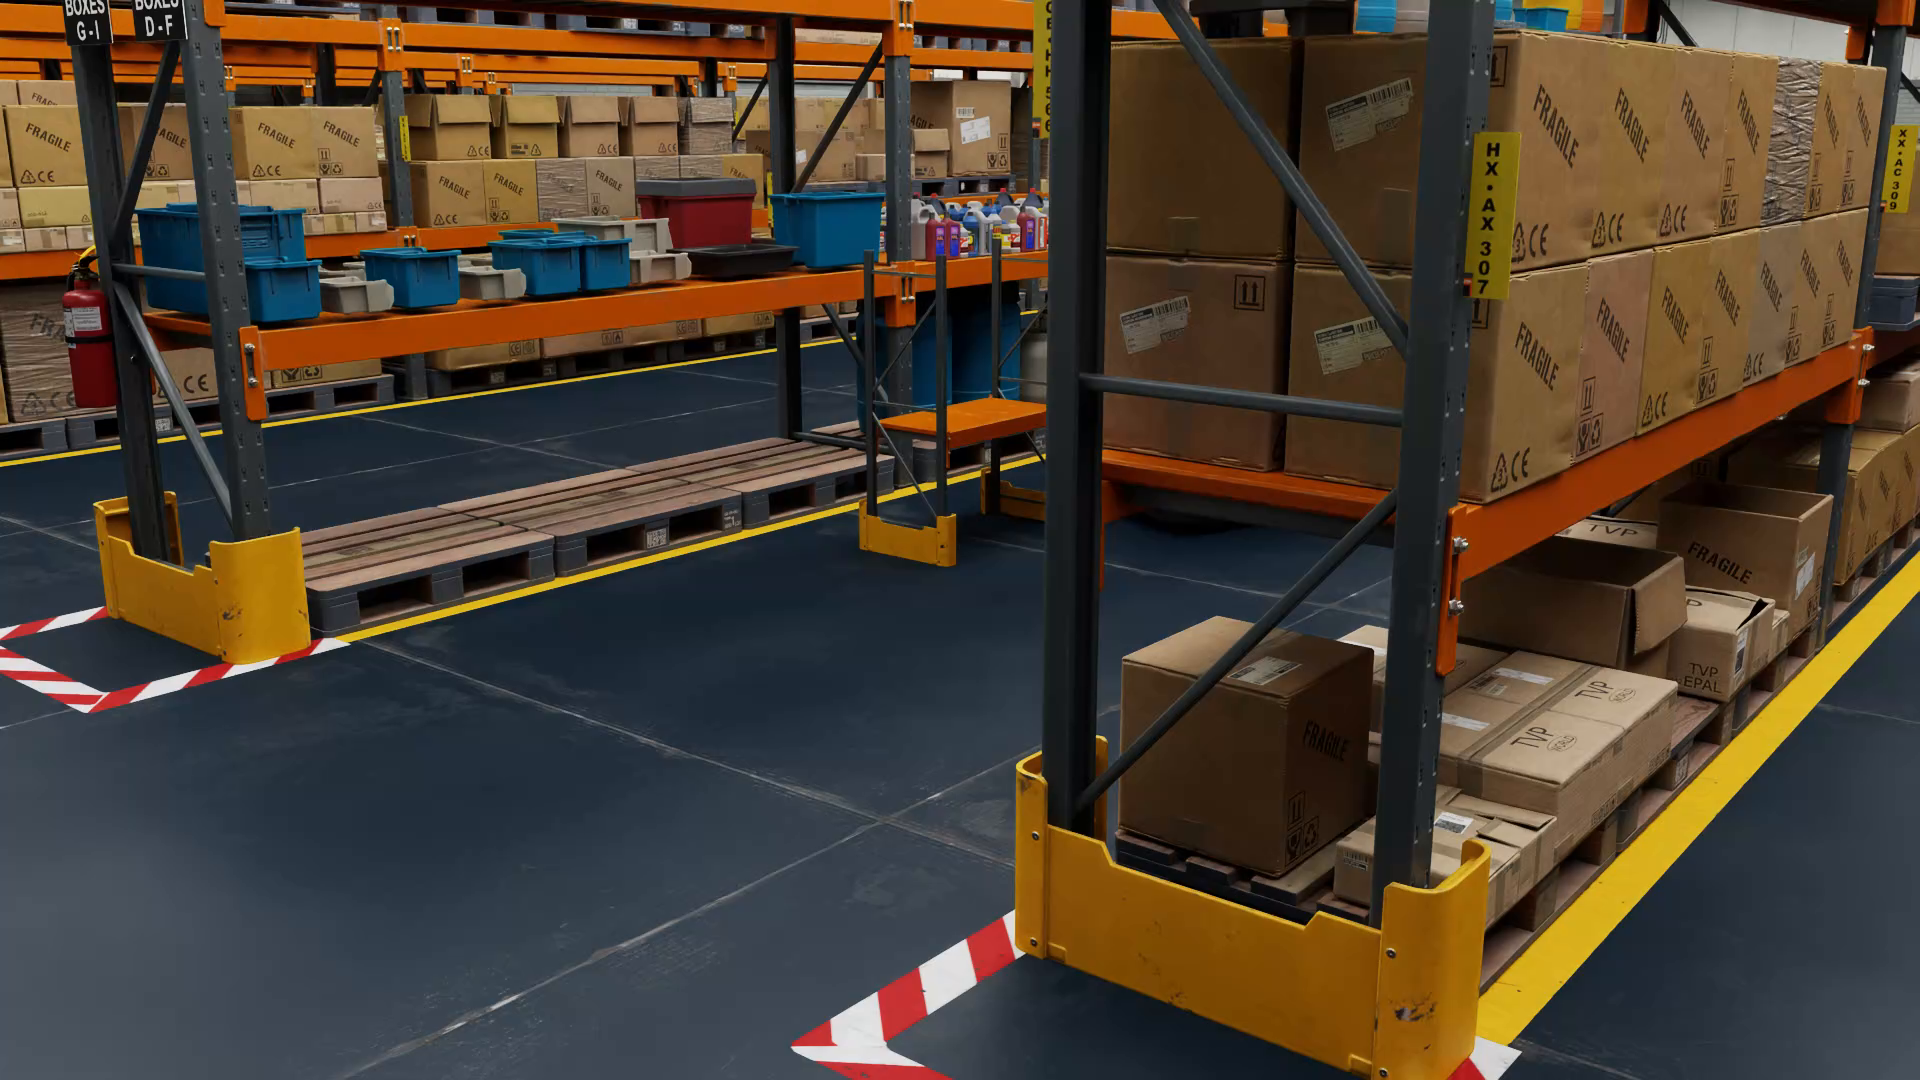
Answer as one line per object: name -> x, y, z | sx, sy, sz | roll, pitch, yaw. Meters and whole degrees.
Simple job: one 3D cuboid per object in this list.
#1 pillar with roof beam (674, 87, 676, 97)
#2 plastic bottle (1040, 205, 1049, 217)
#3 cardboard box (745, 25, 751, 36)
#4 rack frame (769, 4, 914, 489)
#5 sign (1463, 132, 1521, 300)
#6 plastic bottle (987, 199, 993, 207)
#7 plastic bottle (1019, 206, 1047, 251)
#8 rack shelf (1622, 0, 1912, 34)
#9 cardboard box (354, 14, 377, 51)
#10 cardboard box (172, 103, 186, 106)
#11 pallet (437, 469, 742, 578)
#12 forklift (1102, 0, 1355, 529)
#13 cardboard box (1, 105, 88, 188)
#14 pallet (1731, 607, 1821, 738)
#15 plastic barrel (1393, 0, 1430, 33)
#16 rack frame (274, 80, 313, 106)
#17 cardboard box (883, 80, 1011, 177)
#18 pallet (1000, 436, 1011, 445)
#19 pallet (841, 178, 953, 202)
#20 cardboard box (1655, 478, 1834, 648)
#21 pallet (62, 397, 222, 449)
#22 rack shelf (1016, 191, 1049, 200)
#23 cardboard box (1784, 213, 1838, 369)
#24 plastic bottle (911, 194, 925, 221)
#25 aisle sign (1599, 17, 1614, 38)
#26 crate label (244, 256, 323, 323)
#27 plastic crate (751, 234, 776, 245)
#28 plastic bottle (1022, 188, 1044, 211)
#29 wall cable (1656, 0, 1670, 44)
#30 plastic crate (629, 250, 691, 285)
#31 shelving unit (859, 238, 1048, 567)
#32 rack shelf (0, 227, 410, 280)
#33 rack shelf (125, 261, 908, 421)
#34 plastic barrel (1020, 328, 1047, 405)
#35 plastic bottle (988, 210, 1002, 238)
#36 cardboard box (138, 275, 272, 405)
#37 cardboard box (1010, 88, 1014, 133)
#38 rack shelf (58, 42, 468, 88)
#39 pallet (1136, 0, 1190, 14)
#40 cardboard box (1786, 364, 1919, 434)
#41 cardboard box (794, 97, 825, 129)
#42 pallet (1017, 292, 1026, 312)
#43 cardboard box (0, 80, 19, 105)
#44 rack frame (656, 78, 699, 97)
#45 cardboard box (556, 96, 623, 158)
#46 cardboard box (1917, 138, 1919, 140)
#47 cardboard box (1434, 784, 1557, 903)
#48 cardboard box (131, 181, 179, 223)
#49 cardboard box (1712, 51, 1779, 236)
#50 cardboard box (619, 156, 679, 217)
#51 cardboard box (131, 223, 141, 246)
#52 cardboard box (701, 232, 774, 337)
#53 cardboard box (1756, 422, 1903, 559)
pillar with roof beam -> -2.604, -10.605, 32.092 | 9.100, 9.000, 0.400 | 11, 18, 38
plastic bottle -> 0.612, -2.034, 10.790 | 0.152, 0.276, 0.135 | 11, 18, 38
cardboard box -> -1.934, -4.886, 15.975 | 0.500, 0.250, 0.500 | 11, 18, 38
rack frame -> -0.703, -1.843, 9.785 | 1.000, 3.000, 0.127 | 11, 18, 38
sign -> 1.055, -0.645, 3.313 | 0.100, 0.325, 0.005 | 11, 18, 38
plastic bottle -> 0.180, -2.200, 11.428 | 0.061, 0.283, 0.133 | 11, 18, 38
plastic bottle -> 0.466, -1.990, 10.615 | 0.152, 0.276, 0.135 | 11, 18, 38
rack shelf -> 1.890, -1.798, 4.976 | 1.077, 0.370, 4.000 | 11, 18, 38
cardboard box -> -6.301, -5.418, 17.564 | 0.500, 0.500, 0.500 | 11, 18, 38
cardboard box -> -9.871, -5.303, 21.170 | 0.500, 0.500, 0.500 | 11, 18, 36
pallet -> -1.902, -0.110, 8.627 | 1.003, 0.211, 1.213 | 11, 18, 38
forklift -> 2.128, -1.731, 9.486 | 3.031, 2.935, 1.130 | -9, 17, -31
cardboard box -> -5.923, -2.524, 10.645 | 0.500, 0.500, 0.500 | 11, 18, 36
pallet -> 2.715, 0.407, 6.591 | 1.003, 0.211, 1.213 | 11, 18, 38
plastic barrel -> 3.763, -4.816, 14.376 | 0.600, 0.901, 0.600 | 0, 14, 0
rack frame -> -11.099, -6.442, 27.891 | 1.000, 3.000, 0.127 | 11, 18, 38
cardboard box -> -0.136, -4.505, 18.194 | 1.000, 1.000, 1.000 | 11, 18, 38
pallet -> 0.581, -0.867, 11.609 | 1.003, 0.211, 1.213 | 11, 18, 38
pallet -> -0.829, -3.668, 17.359 | 1.003, 0.211, 1.213 | 11, 18, 38
cardboard box -> 3.010, 0.076, 6.416 | 0.500, 0.500, 0.500 | 11, 18, 38
pallet -> -5.861, -0.890, 11.696 | 1.003, 0.211, 1.213 | 11, 18, 38
rack shelf -> 1.729, -4.176, 20.429 | 1.077, 0.370, 4.000 | 11, 18, 38
cardboard box -> 2.710, -0.890, 5.830 | 0.500, 0.500, 0.500 | 12, 18, 39
plastic bottle -> -0.268, -2.023, 10.596 | 0.144, 0.351, 0.185 | 11, 18, 38
aisle sign -> 7.115, -5.369, 18.385 | 0.394, 0.787, 0.004 | 11, 18, 38
crate label -> -2.806, -1.021, 6.769 | 0.416, 0.233, 0.303 | 11, 18, 38
plastic crate -> -1.107, -1.677, 9.546 | 0.396, 0.136, 0.243 | 11, 18, 38
plastic bottle -> 0.515, -2.259, 11.523 | 0.144, 0.351, 0.185 | 11, 18, 38
wall cable -> 19.386, -16.403, 48.009 | 2.305, 6.003, 0.169 | 11, 18, 38
plastic crate -> -1.564, -1.364, 8.314 | 0.293, 0.136, 0.466 | 11, 18, 38
shelving unit -> 0.048, -0.742, 8.496 | 0.587, 1.500, 1.083 | 11, 18, 38
rack shelf -> -5.813, -1.878, 11.383 | 1.077, 0.370, 4.000 | 11, 18, 38
rack shelf -> -1.960, -1.111, 8.366 | 1.077, 0.370, 4.000 | 11, 18, 38
plastic barrel -> 0.521, -1.172, 11.345 | 0.421, 0.512, 0.421 | 0, 14, 0
plastic bottle -> 0.208, -1.898, 10.264 | 0.097, 0.271, 0.097 | 0, 14, 0
cardboard box -> -5.598, -1.497, 11.885 | 0.875, 0.875, 0.875 | 11, 18, 38
cardboard box -> 0.541, -4.947, 19.168 | 0.500, 0.500, 0.500 | 11, 18, 38
rack shelf -> -7.093, -4.884, 17.127 | 1.077, 0.370, 4.000 | 11, 18, 38
pallet -> 1.254, -3.840, 11.937 | 1.003, 0.211, 1.213 | 11, 18, 38
cardboard box -> 4.269, -0.687, 7.896 | 0.500, 0.250, 0.500 | 11, 18, 38
cardboard box -> -2.362, -5.795, 22.845 | 0.875, 0.550, 0.550 | 11, 18, 38
pallet -> -0.016, -2.641, 18.589 | 1.003, 0.211, 1.213 | 11, 18, 38
cardboard box -> -8.756, -3.842, 14.816 | 0.500, 0.500, 0.500 | 11, 18, 36
rack frame -> -4.722, -6.441, 27.885 | 1.000, 3.000, 0.127 | 11, 18, 38
cardboard box -> -3.342, -3.519, 14.141 | 0.797, 0.503, 0.637 | 12, 19, 39
cardboard box -> 5.353, -1.956, 9.173 | 0.700, 0.500, 0.500 | 5, 15, 19
cardboard box -> 1.321, 0.775, 4.339 | 0.380, 0.166, 0.250 | 11, 18, 38
cardboard box -> -5.594, -2.262, 11.135 | 0.500, 0.250, 0.500 | 11, 18, 36
cardboard box -> 2.077, -1.181, 4.944 | 0.500, 0.500, 0.500 | 11, 18, 37
cardboard box -> -2.801, -3.096, 14.517 | 0.500, 0.500, 0.500 | 11, 18, 36
cardboard box -> -5.624, -2.033, 11.045 | 0.380, 0.149, 0.250 | 11, 18, 36
cardboard box -> -2.492, -2.420, 15.520 | 1.225, 0.875, 0.875 | 10, 17, 35
cardboard box -> 3.967, -0.236, 7.644 | 0.500, 0.500, 0.500 | 12, 18, 38
